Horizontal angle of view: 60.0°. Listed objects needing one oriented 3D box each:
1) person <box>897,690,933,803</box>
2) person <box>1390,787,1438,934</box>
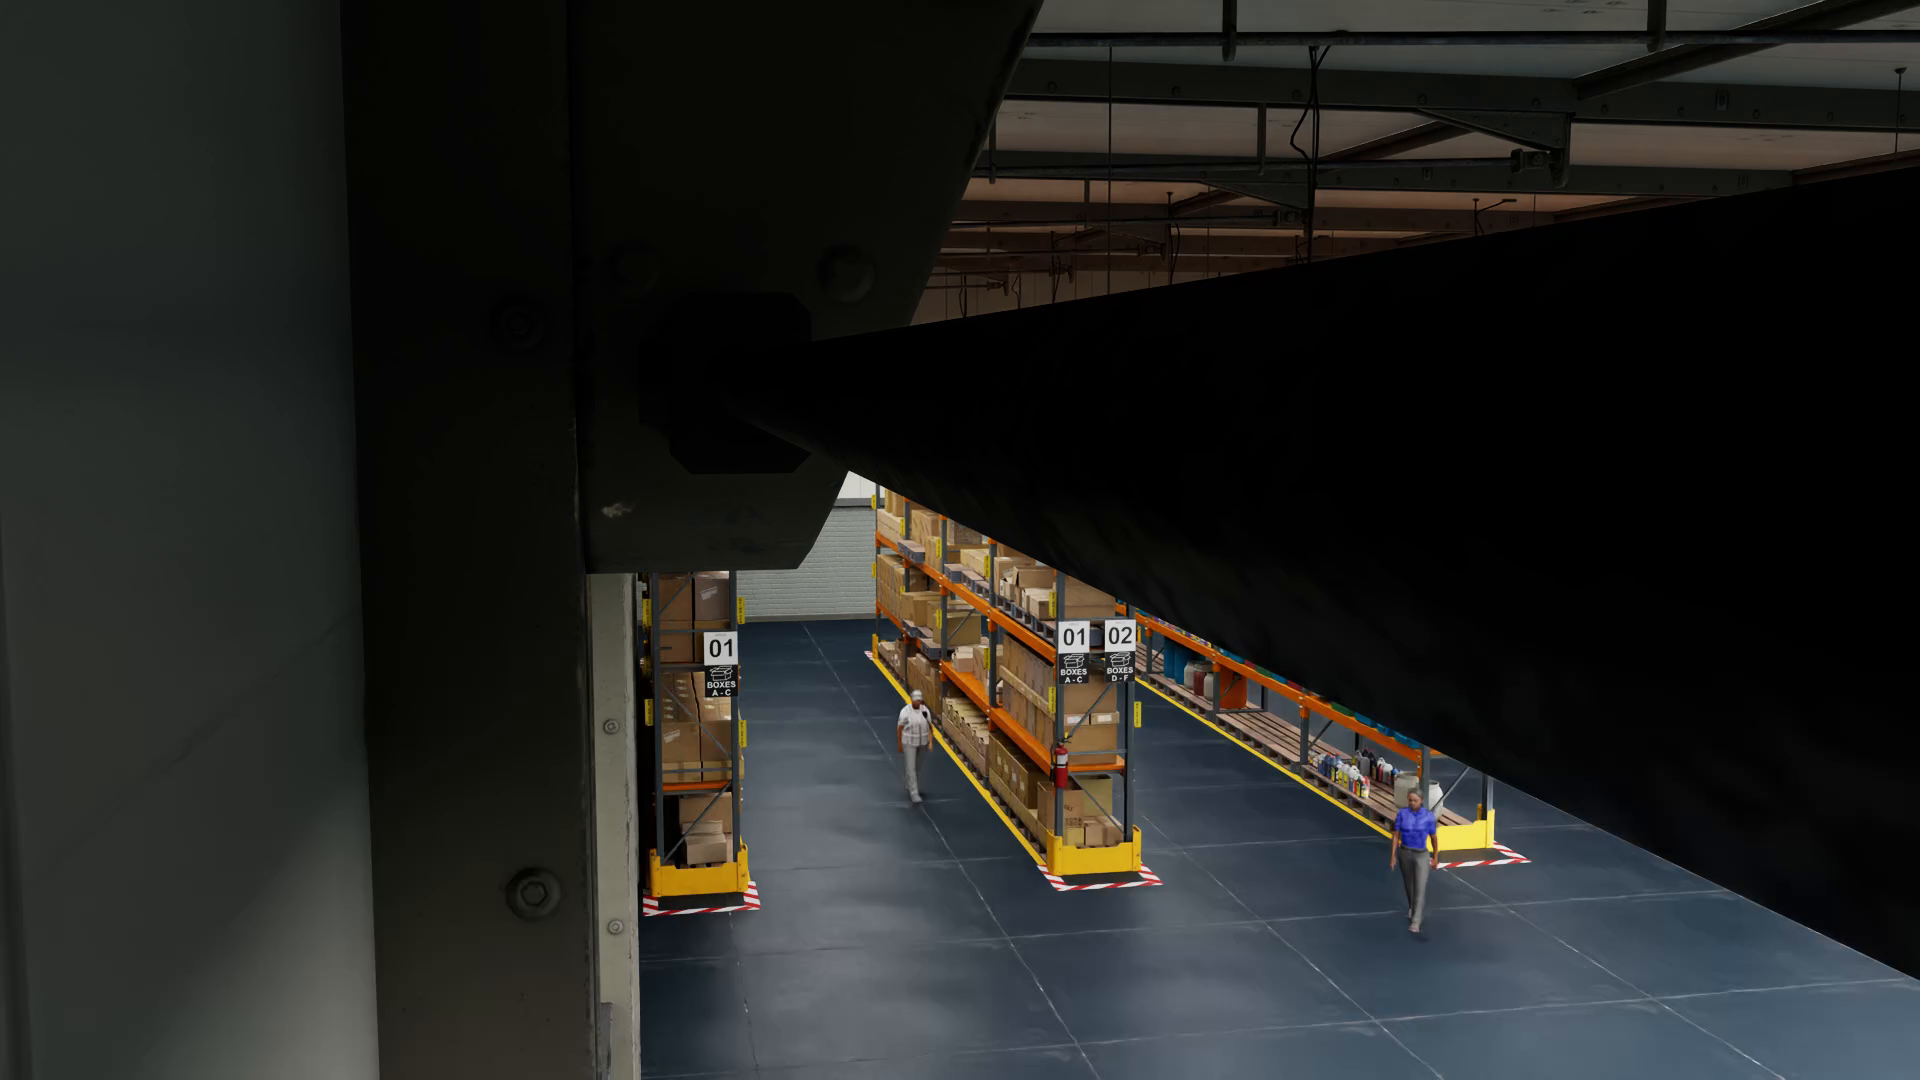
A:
[{"bbox_3d":[-0.631,3.003,24.444,0.511,1.601,1.004,-3,7,-28],"label":"person"},{"bbox_3d":[5.112,3.590,18.796,0.474,1.597,1.045,4,7,31],"label":"person"}]
